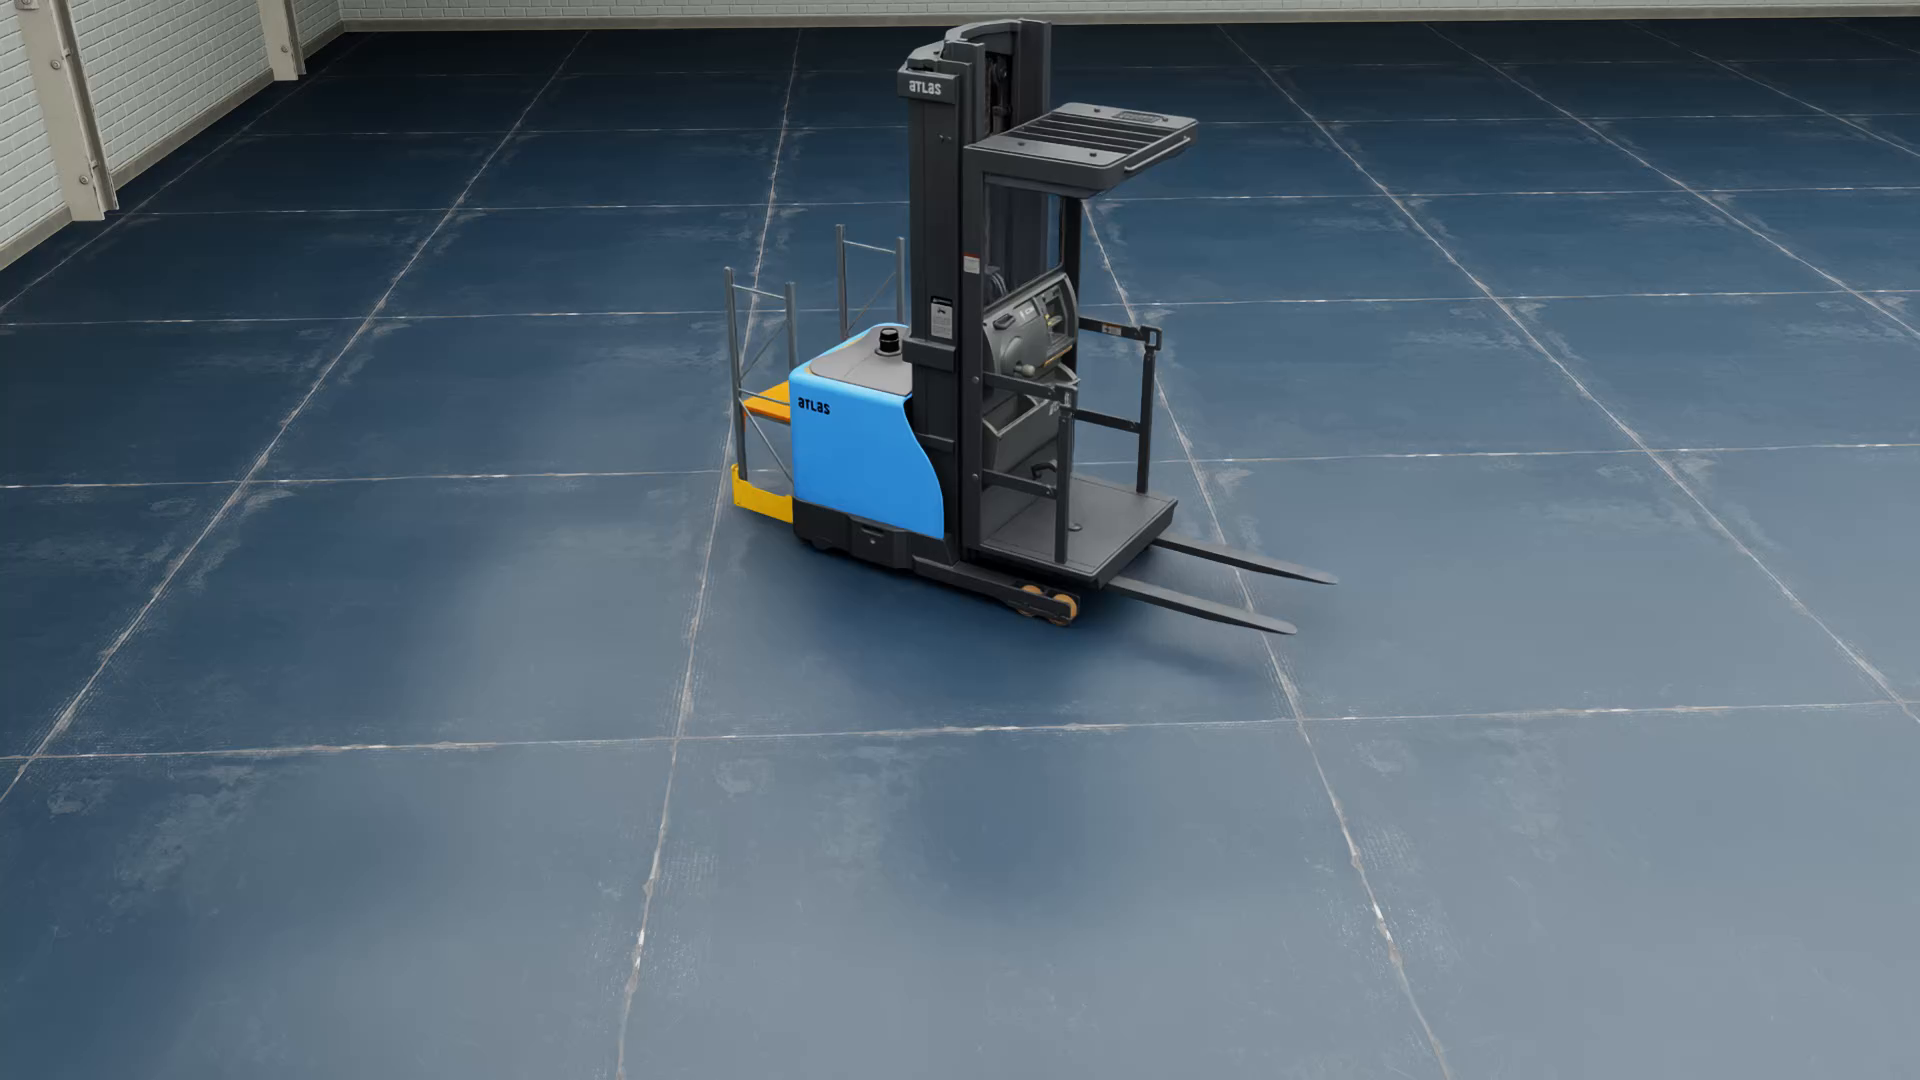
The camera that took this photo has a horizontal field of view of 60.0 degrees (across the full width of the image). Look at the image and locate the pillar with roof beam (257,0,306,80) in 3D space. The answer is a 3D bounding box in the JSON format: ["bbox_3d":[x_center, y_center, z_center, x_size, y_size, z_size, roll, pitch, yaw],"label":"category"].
[{"bbox_3d":[-4.142,-9.922,19.043,9.100,9.000,0.400,-1,28,-3],"label":"pillar with roof beam"}]

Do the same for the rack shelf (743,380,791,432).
[{"bbox_3d":[-0.838,-0.857,10.158,0.538,0.185,1.000,18,32,31],"label":"rack shelf"}]

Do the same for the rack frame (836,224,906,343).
[{"bbox_3d":[-0.546,-1.209,10.444,0.500,1.500,0.032,18,32,31],"label":"rack frame"}]

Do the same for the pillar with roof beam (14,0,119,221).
[{"bbox_3d":[-3.828,-7.151,13.730,9.100,9.000,0.400,-1,28,-3],"label":"pillar with roof beam"}]

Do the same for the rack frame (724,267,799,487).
[{"bbox_3d":[-1.131,-0.824,9.706,0.500,1.500,0.032,18,32,31],"label":"rack frame"}]

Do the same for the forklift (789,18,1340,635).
[{"bbox_3d":[0.558,-1.122,8.731,3.031,2.935,1.130,16,31,27],"label":"forklift"}]

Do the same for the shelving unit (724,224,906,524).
[{"bbox_3d":[-0.844,-1.013,10.068,0.587,1.500,1.083,18,32,31],"label":"shelving unit"}]

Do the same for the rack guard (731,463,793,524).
[{"bbox_3d":[-1.128,-0.270,9.995,0.587,0.250,0.087,18,32,31],"label":"rack guard"}]
